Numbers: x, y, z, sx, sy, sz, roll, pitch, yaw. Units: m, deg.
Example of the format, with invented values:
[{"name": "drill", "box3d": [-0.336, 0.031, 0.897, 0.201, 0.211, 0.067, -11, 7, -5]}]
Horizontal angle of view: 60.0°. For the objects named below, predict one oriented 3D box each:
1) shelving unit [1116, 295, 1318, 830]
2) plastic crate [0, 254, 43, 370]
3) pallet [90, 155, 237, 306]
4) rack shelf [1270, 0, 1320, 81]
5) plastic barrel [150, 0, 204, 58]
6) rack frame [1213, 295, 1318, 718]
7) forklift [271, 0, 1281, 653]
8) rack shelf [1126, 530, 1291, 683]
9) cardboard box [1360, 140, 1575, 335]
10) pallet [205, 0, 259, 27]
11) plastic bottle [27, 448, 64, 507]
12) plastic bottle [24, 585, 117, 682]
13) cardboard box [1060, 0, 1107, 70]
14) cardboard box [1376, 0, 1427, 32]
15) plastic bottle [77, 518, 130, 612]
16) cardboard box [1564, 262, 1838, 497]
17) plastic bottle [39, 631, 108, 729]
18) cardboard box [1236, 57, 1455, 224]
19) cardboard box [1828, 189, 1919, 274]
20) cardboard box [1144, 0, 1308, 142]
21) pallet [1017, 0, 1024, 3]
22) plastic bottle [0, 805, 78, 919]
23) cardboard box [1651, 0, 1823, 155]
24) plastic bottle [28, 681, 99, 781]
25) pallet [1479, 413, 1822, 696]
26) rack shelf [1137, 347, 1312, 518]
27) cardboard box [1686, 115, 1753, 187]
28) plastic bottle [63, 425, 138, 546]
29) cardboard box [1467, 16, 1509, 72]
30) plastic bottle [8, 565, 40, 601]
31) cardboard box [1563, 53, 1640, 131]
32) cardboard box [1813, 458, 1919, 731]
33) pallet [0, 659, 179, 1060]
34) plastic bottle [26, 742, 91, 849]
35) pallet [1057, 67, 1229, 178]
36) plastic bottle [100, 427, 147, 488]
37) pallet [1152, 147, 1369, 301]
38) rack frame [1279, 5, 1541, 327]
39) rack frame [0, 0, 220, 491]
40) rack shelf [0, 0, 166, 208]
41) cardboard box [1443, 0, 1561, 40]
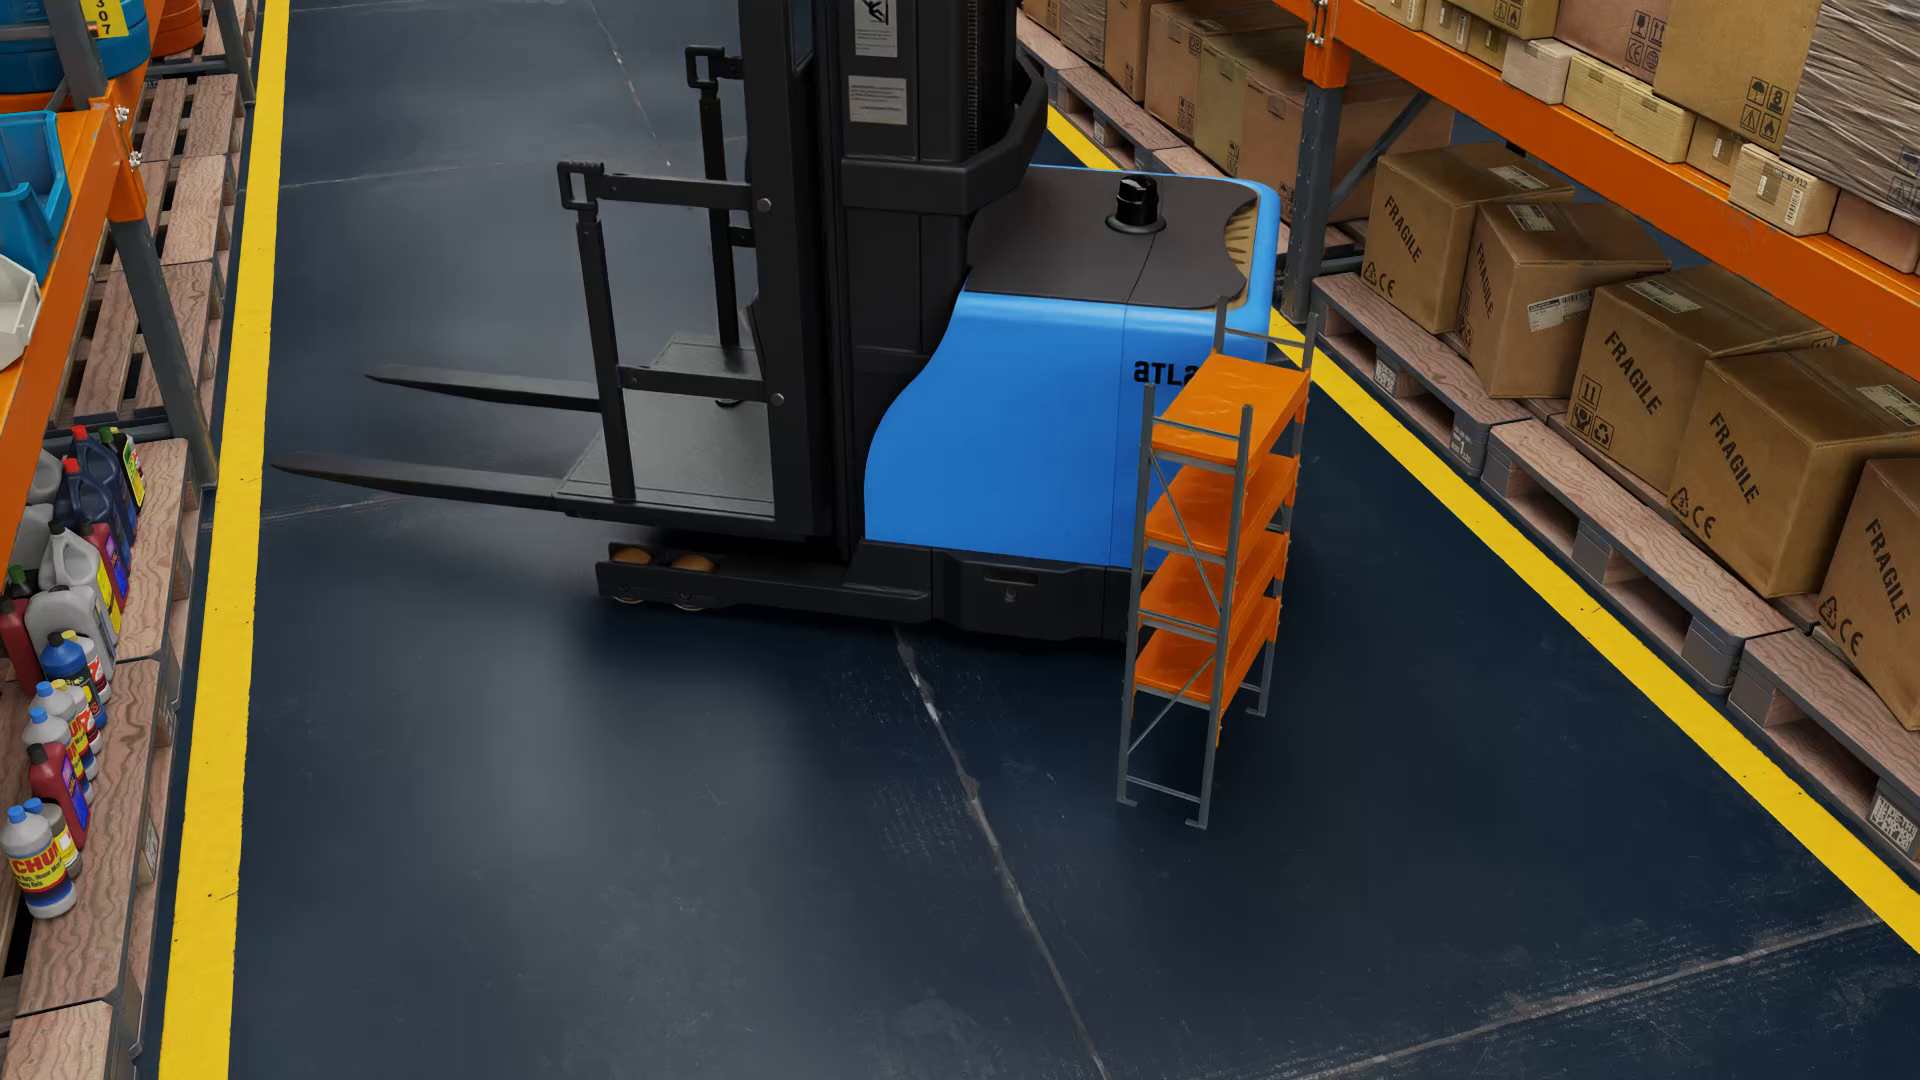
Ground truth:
[{"name": "shelving unit", "box3d": [0.616, 0.071, 4.055, 0.258, 1.200, 0.503, 15, 36, 22]}, {"name": "plastic crate", "box3d": [-2.216, -0.449, 3.448, 0.530, 0.136, 0.437, -10, 35, -15]}, {"name": "pallet", "box3d": [-3.605, -1.253, 6.955, 1.003, 0.211, 1.213, -10, 35, -15]}, {"name": "rack shelf", "box3d": [1.154, -2.952, 7.649, 1.077, 0.370, 4.000, -10, 35, -15]}, {"name": "plastic barrel", "box3d": [-4.338, -2.993, 8.646, 0.600, 0.830, 0.708, -10, 35, -15]}, {"name": "rack frame", "box3d": [0.723, -0.050, 4.238, 0.240, 1.200, 0.015, 15, 36, 22]}, {"name": "forklift", "box3d": [-0.611, -1.290, 4.544, 3.031, 2.935, 1.130, 6, 34, 9]}, {"name": "rack shelf", "box3d": [0.616, 0.127, 4.092, 0.258, 0.148, 0.480, 15, 36, 22]}, {"name": "cardboard box", "box3d": [1.848, -1.117, 6.107, 0.500, 0.500, 0.500, -11, 35, -16]}, {"name": "pallet", "box3d": [-4.821, -3.352, 10.131, 1.003, 0.211, 1.213, -10, 35, -15]}, {"name": "plastic bottle", "box3d": [-2.619, -0.133, 4.735, 0.144, 0.351, 0.185, -10, 35, -15]}, {"name": "plastic bottle", "box3d": [-2.279, 0.230, 4.253, 0.152, 0.276, 0.135, -9, 35, -14]}, {"name": "cardboard box", "box3d": [0.949, -2.805, 8.642, 0.700, 0.500, 0.500, -13, 36, -19]}, {"name": "cardboard box", "box3d": [1.607, -1.800, 5.481, 0.380, 0.149, 0.250, -10, 35, -15]}, {"name": "plastic bottle", "box3d": [-2.334, 0.050, 4.519, 0.061, 0.283, 0.133, -8, 34, -12]}, {"name": "cardboard box", "box3d": [2.295, -0.505, 5.180, 0.500, 0.500, 0.500, -13, 36, -19]}, {"name": "plastic bottle", "box3d": [-2.185, 0.343, 4.086, 0.097, 0.271, 0.097, 0, 33, 0]}, {"name": "cardboard box", "box3d": [1.598, -1.668, 6.922, 0.700, 0.500, 0.500, -13, 36, -18]}, {"name": "cardboard box", "box3d": [2.304, -0.765, 3.915, 0.380, 0.149, 0.250, -10, 35, -15]}, {"name": "cardboard box", "box3d": [1.299, -2.216, 7.751, 0.700, 0.500, 0.500, -13, 36, -19]}, {"name": "pallet", "box3d": [0.376, -3.565, 10.454, 1.003, 0.211, 1.213, -10, 35, -15]}, {"name": "plastic bottle", "box3d": [-1.989, 0.682, 3.573, 0.097, 0.271, 0.097, 0, 33, 0]}, {"name": "cardboard box", "box3d": [2.323, -1.337, 4.193, 0.875, 0.500, 0.500, -10, 35, -15]}, {"name": "plastic bottle", "box3d": [-2.124, 0.449, 3.925, 0.097, 0.271, 0.097, 0, 33, 0]}, {"name": "pallet", "box3d": [2.379, -0.050, 5.134, 1.003, 0.211, 1.213, -10, 35, -15]}, {"name": "rack shelf", "box3d": [0.616, -0.257, 3.838, 0.258, 0.148, 0.480, 15, 36, 22]}, {"name": "cardboard box", "box3d": [2.133, -1.025, 4.308, 0.380, 0.149, 0.250, -10, 35, -15]}, {"name": "plastic bottle", "box3d": [-2.481, -0.158, 4.771, 0.144, 0.351, 0.185, -11, 35, -16]}, {"name": "cardboard box", "box3d": [1.795, -1.544, 5.093, 0.380, 0.149, 0.250, -10, 35, -15]}, {"name": "plastic bottle", "box3d": [-2.414, 0.172, 4.334, 0.061, 0.283, 0.133, -10, 35, -15]}, {"name": "cardboard box", "box3d": [1.948, -1.281, 4.696, 0.380, 0.149, 0.250, -10, 35, -15]}, {"name": "cardboard box", "box3d": [2.595, 0.127, 4.223, 0.500, 0.500, 0.500, -1, 33, -2]}, {"name": "pallet", "box3d": [-2.411, 0.796, 3.854, 1.003, 0.211, 1.213, -10, 35, -15]}, {"name": "plastic bottle", "box3d": [-2.040, 0.555, 3.754, 0.061, 0.283, 0.133, -9, 35, -14]}, {"name": "pallet", "box3d": [1.150, -2.089, 8.219, 1.003, 0.211, 1.213, -10, 35, -15]}, {"name": "plastic bottle", "box3d": [-2.545, -0.247, 5.042, 0.097, 0.201, 0.097, 0, 33, 0]}, {"name": "pallet", "box3d": [1.526, -1.447, 7.248, 1.003, 0.211, 1.213, -10, 35, -15]}, {"name": "rack frame", "box3d": [1.764, -2.202, 5.861, 1.000, 3.000, 0.127, -10, 35, -15]}, {"name": "rack frame", "box3d": [-2.952, -1.369, 4.601, 1.000, 3.000, 0.127, -10, 35, -15]}, {"name": "rack shelf", "box3d": [-3.562, -2.119, 6.388, 1.077, 0.370, 4.000, -10, 35, -15]}, {"name": "cardboard box", "box3d": [1.962, -1.852, 4.972, 0.875, 0.500, 0.500, -10, 35, -15]}]
